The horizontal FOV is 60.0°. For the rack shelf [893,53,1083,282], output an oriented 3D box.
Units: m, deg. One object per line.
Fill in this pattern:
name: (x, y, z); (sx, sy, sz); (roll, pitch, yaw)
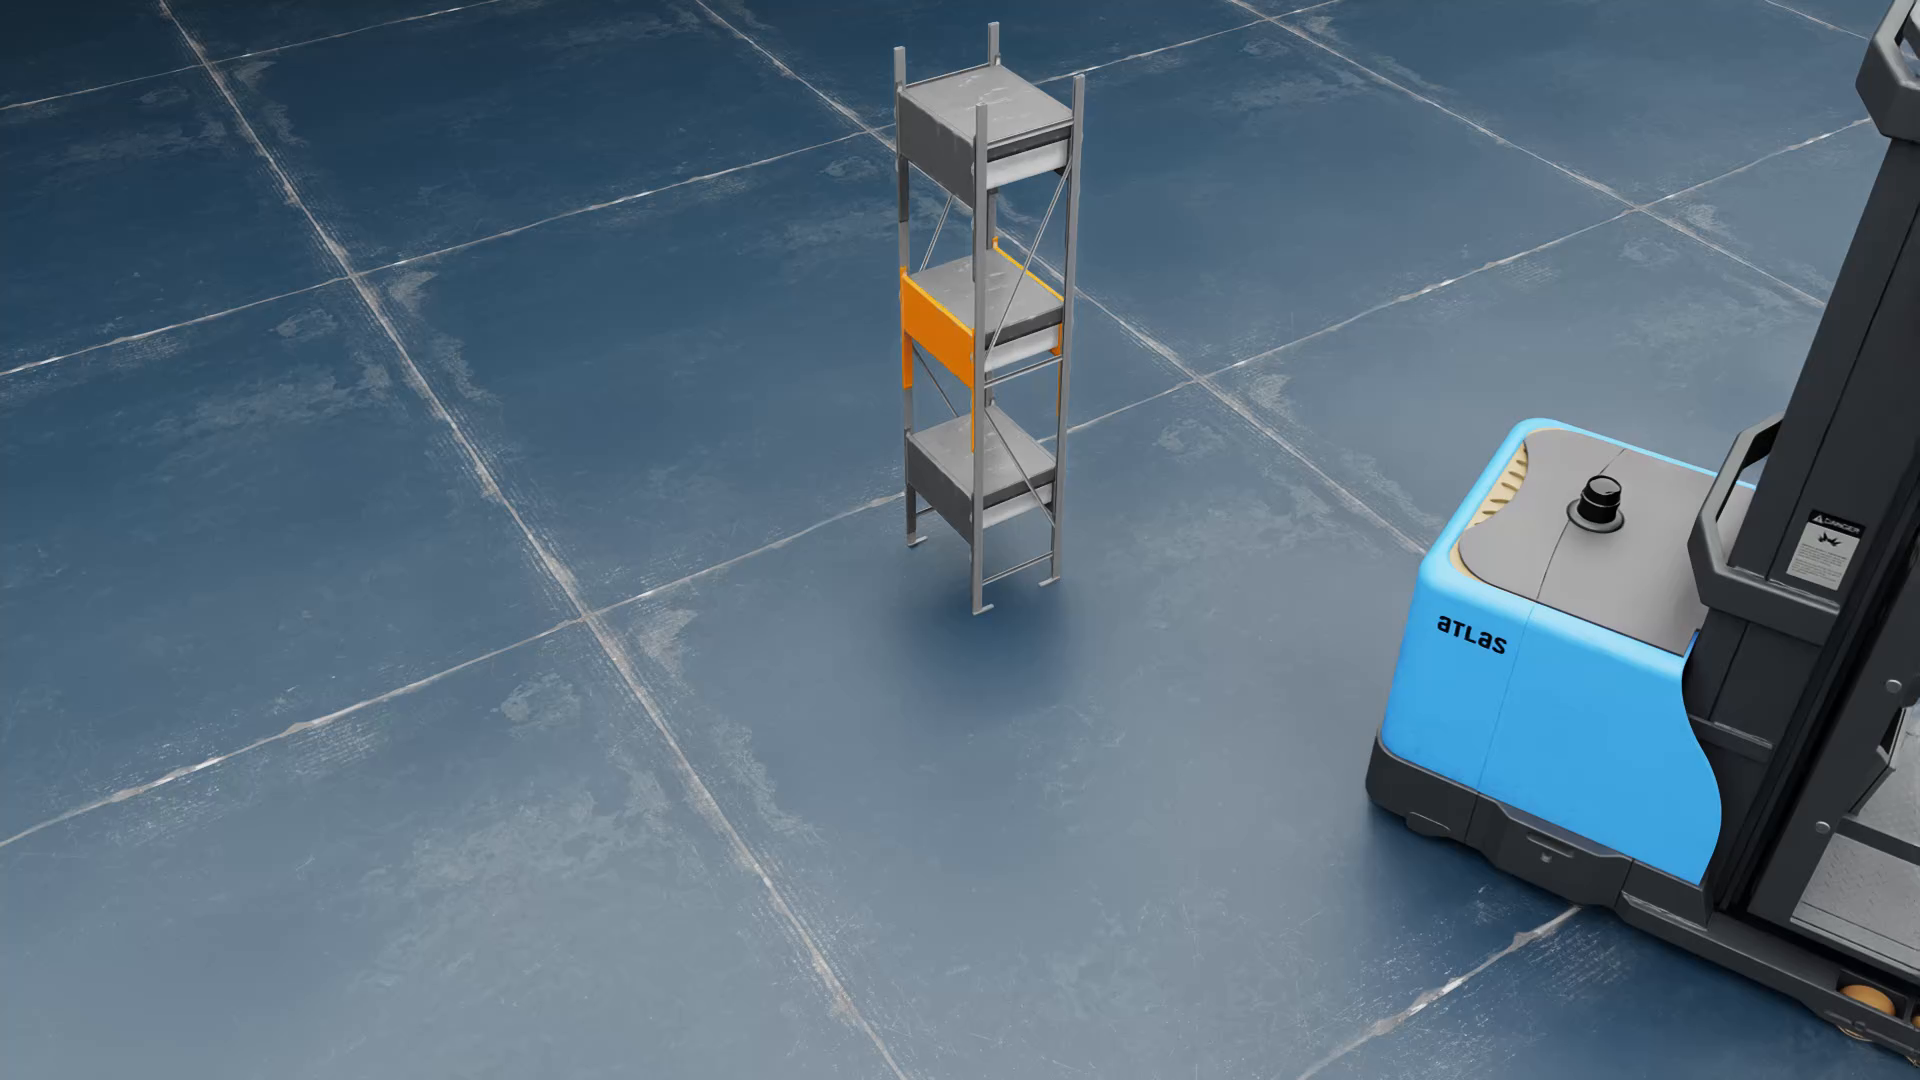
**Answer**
rack shelf: (0.089, -1.245, 5.531); (0.431, 0.518, 0.480); (-22, 45, -24)

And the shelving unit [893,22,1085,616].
shelving unit: (0.089, -0.717, 5.971); (0.431, 2.100, 0.503); (-22, 45, -24)

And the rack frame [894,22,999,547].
rack frame: (-0.042, -0.849, 6.129); (0.400, 2.100, 0.015); (-22, 45, -24)

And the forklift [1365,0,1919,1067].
forklift: (2.886, 0.041, 4.411); (3.031, 2.935, 1.130); (23, 45, 25)

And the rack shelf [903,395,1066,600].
rack shelf: (0.089, -0.169, 6.427); (0.431, 0.518, 0.480); (-22, 45, -24)

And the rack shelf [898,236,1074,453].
rack shelf: (0.089, -0.707, 5.979); (0.431, 0.518, 0.480); (-22, 45, -24)

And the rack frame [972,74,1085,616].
rack frame: (0.220, -0.586, 5.813); (0.400, 2.100, 0.015); (-22, 45, -24)
